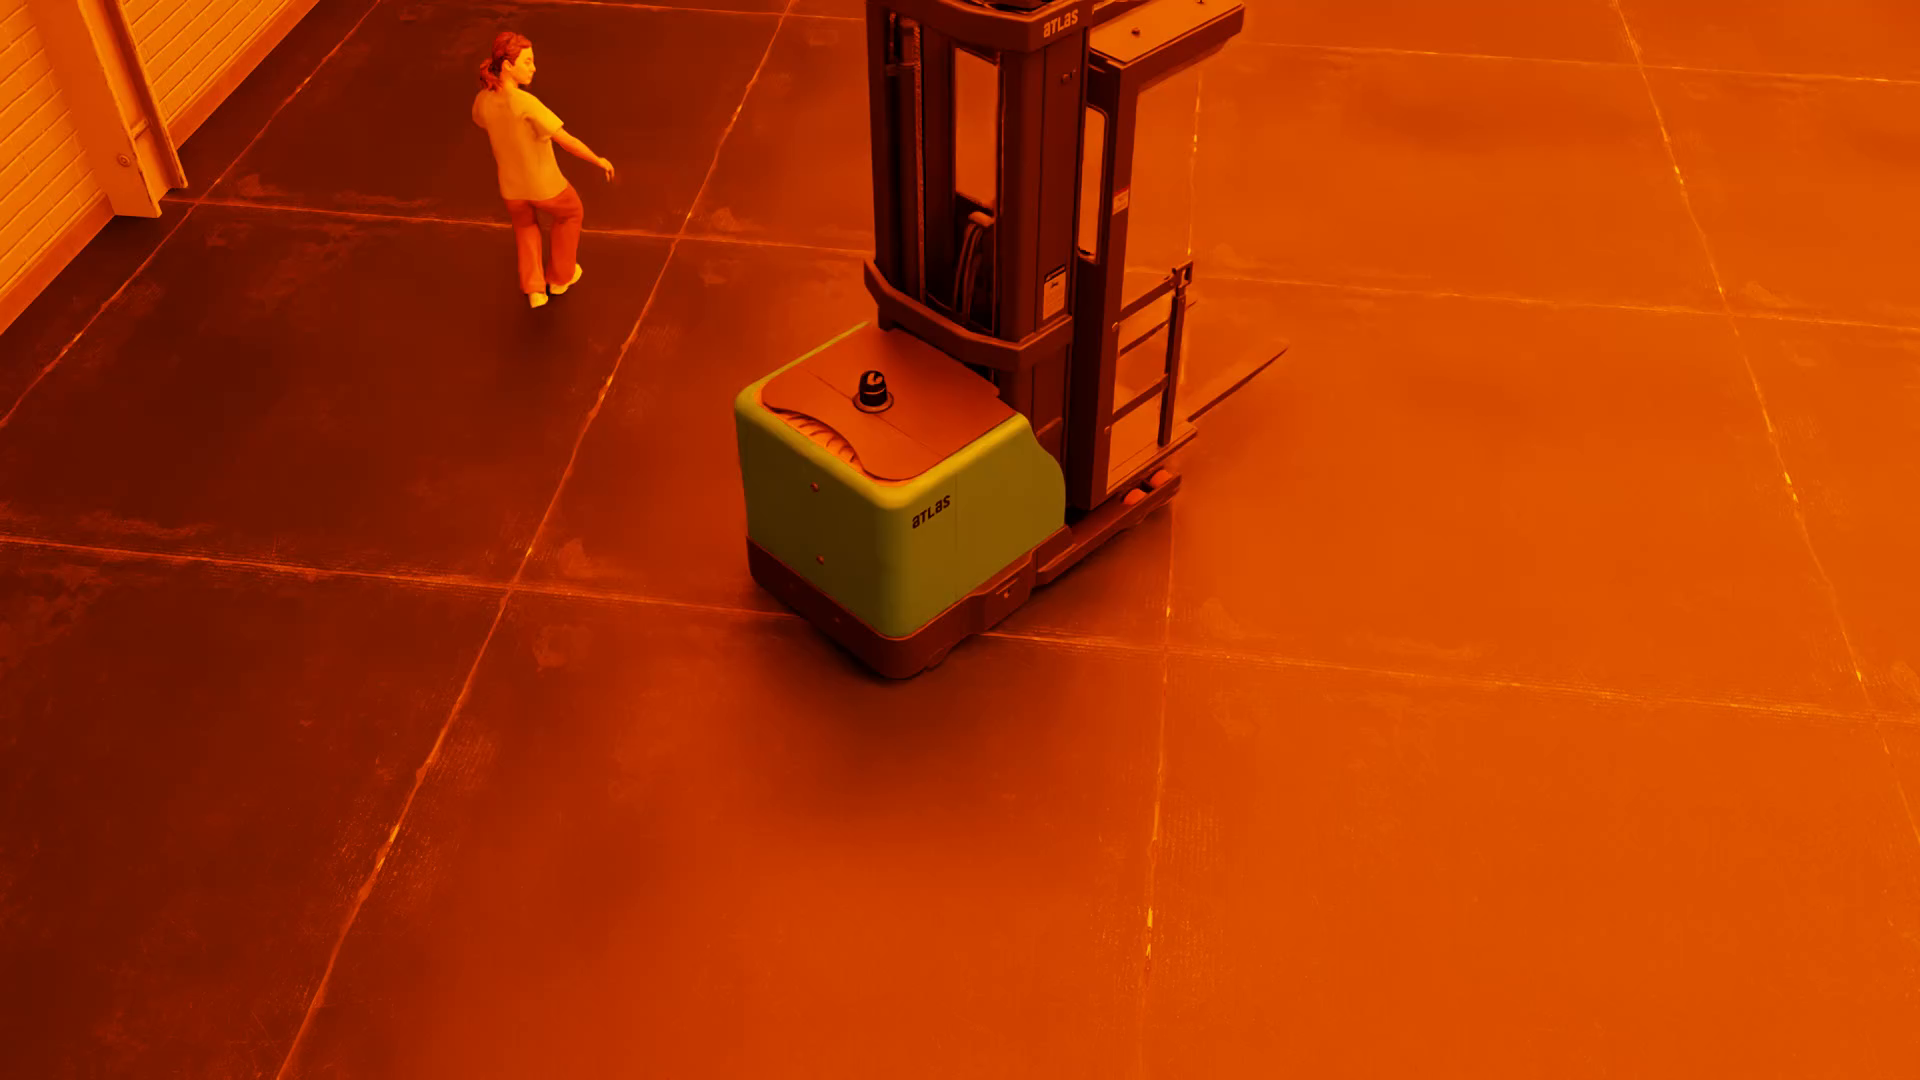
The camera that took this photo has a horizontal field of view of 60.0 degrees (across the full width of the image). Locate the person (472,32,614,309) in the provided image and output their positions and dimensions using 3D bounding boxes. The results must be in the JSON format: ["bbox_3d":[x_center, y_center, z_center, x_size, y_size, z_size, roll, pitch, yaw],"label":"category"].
[{"bbox_3d":[-2.210,-1.969,8.891,0.774,1.551,0.749,9,43,9],"label":"person"}]

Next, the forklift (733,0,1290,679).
[{"bbox_3d":[0.425,-1.378,7.224,1.130,2.935,3.031,34,52,31],"label":"forklift"}]
